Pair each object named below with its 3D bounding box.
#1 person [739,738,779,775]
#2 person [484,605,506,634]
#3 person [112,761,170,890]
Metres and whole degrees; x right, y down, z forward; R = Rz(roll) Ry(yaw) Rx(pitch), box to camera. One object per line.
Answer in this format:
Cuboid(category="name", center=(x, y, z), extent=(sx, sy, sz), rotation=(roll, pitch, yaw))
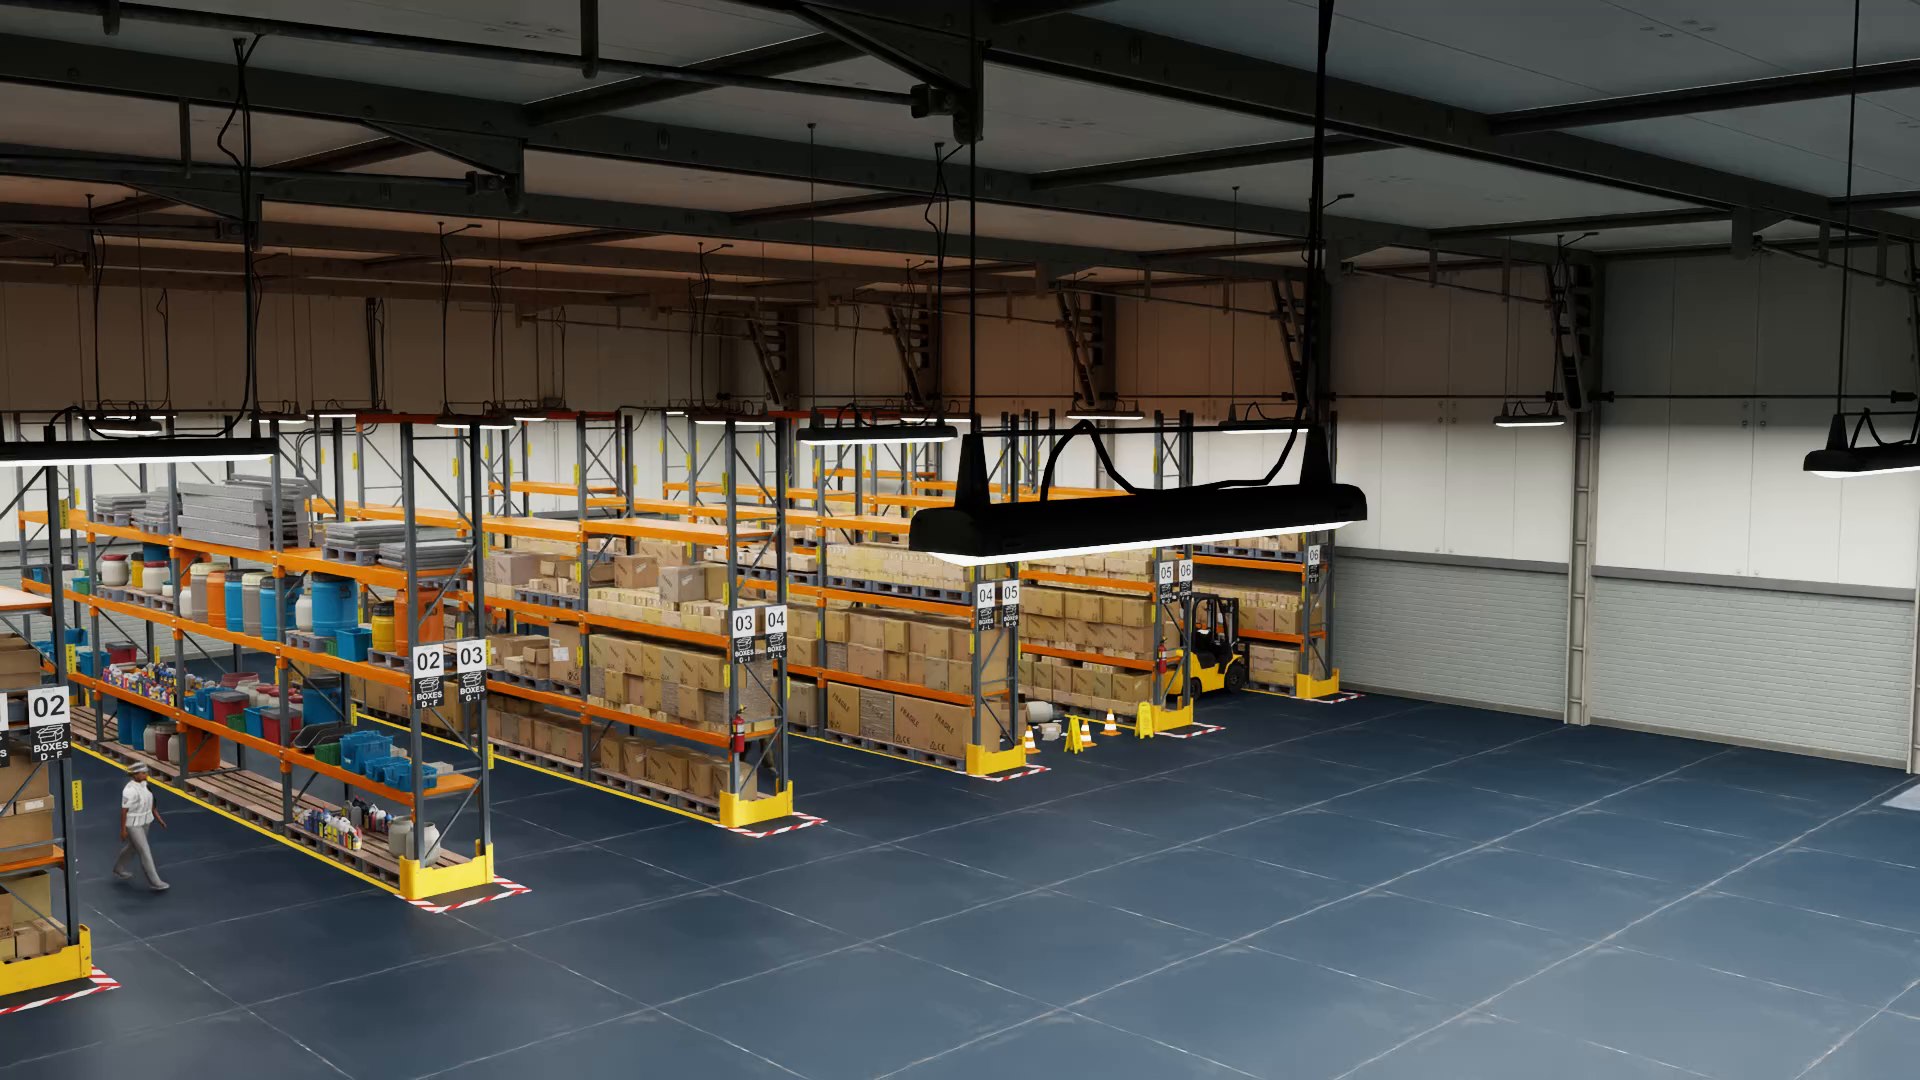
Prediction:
Cuboid(category="person", center=(-3.402, 3.036, 27.868), extent=(1.037, 1.730, 0.562), rotation=(4, 6, 36))
Cuboid(category="person", center=(-11.364, 2.003, 40.386), extent=(0.523, 1.645, 1.143), rotation=(2, 6, 26))
Cuboid(category="person", center=(-10.570, 3.642, 21.412), extent=(1.082, 1.603, 0.528), rotation=(2, 5, 18))
